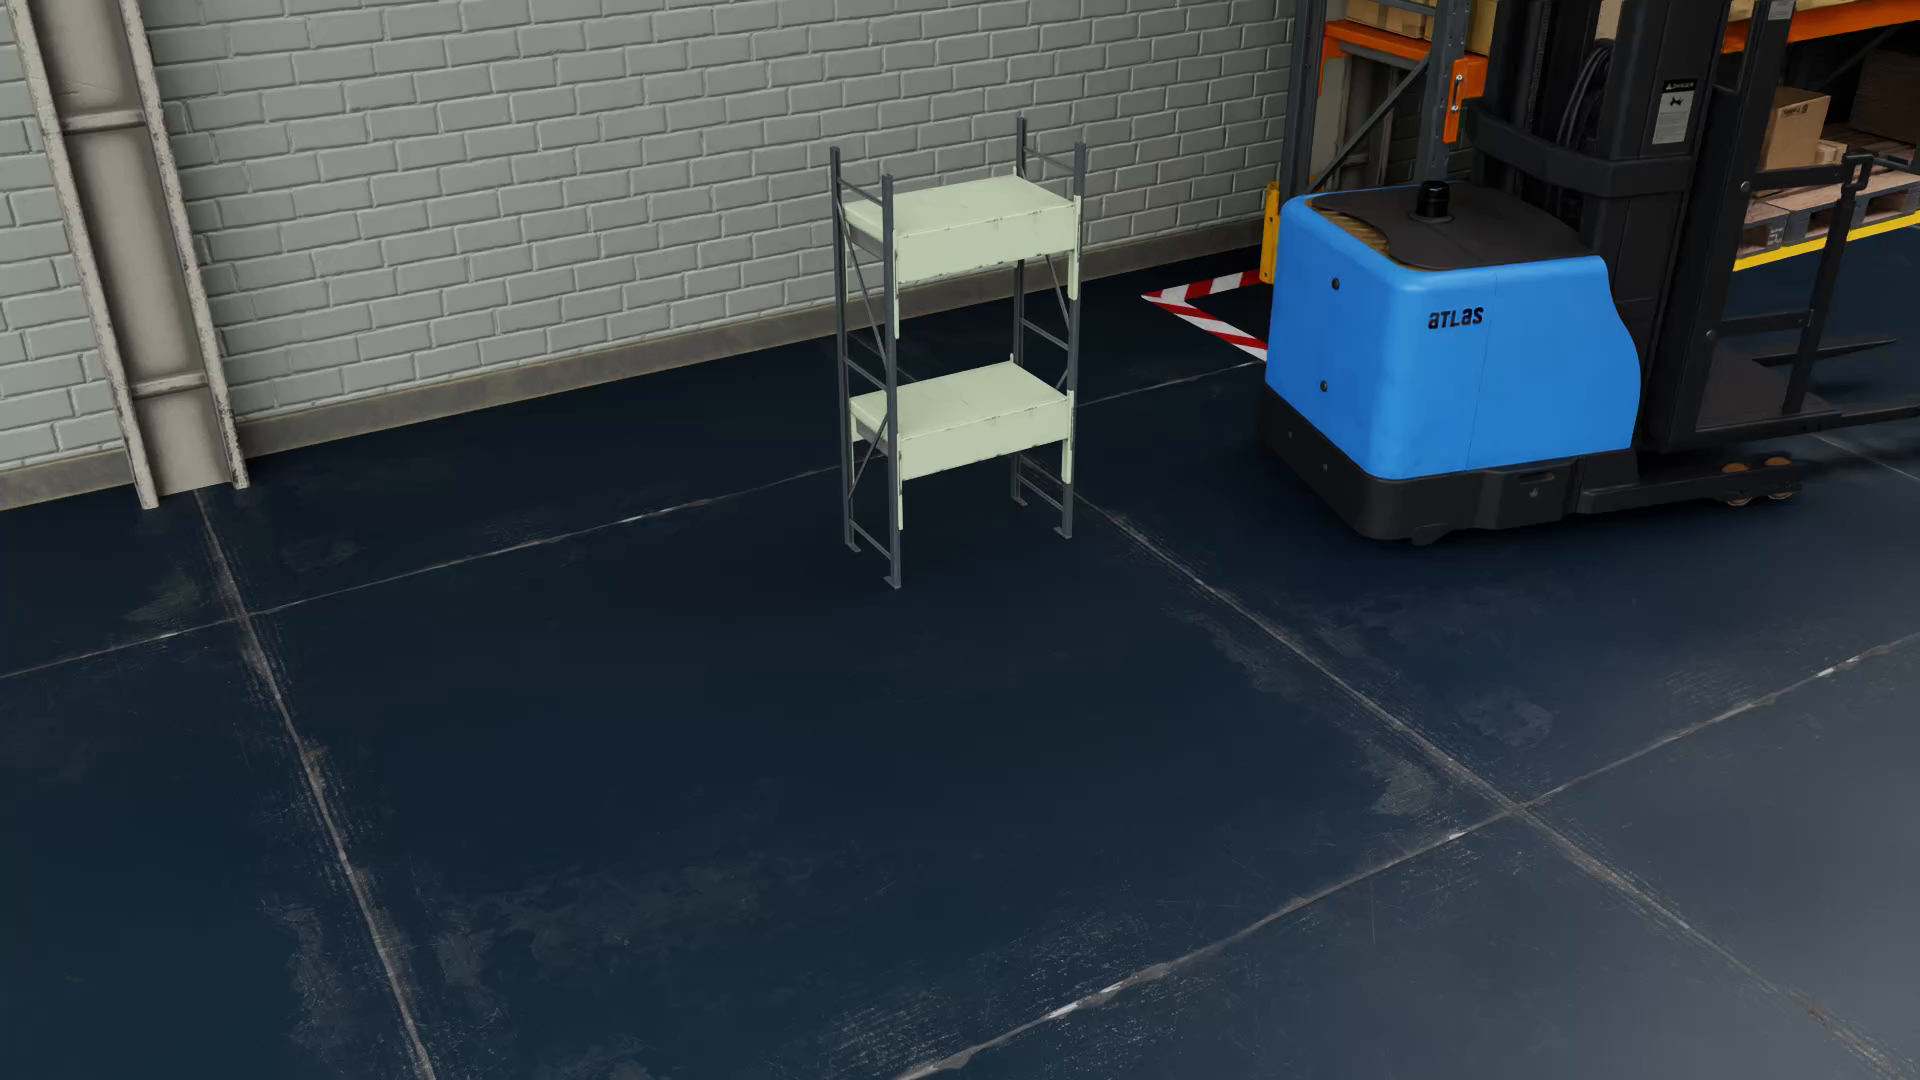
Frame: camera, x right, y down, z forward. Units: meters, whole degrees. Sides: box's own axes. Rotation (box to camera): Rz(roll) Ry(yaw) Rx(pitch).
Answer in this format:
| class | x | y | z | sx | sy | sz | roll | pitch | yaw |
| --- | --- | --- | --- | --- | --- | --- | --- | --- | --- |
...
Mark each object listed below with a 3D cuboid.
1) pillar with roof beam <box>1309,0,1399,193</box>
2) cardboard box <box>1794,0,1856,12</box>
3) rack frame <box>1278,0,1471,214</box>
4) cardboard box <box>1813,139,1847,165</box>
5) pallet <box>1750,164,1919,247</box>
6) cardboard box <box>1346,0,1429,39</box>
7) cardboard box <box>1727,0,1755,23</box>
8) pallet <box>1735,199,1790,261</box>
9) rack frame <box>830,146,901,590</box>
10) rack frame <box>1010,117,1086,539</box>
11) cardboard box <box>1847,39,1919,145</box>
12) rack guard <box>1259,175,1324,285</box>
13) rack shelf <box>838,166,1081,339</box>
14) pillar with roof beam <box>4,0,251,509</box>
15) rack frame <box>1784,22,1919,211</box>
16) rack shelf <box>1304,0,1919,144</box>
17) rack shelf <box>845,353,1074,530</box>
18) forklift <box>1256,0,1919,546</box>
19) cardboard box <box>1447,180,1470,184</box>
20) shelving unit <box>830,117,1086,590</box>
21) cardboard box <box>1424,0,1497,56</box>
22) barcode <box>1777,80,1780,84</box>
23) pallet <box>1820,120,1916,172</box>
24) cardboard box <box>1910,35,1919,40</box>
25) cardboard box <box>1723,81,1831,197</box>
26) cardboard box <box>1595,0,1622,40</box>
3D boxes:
| class | x | y | z | sx | sy | sz | roll | pitch | yaw |
| --- | --- | --- | --- | --- | --- | --- | --- | --- | --- |
| pillar with roof beam | 4.274 | -3.845 | 3.904 | 0.400 | 9.000 | 9.100 | -16 | 33 | -26 |
| cardboard box | 4.262 | -2.912 | 8.557 | 0.500 | 0.250 | 0.500 | -16 | 33 | -27 |
| rack frame | 1.928 | -2.480 | 7.640 | 0.127 | 3.000 | 1.000 | -16 | 33 | -26 |
| cardboard box | 4.930 | -2.268 | 9.732 | 0.250 | 0.166 | 0.380 | -21 | 35 | -33 |
| pallet | 4.815 | -2.059 | 9.763 | 1.213 | 0.211 | 1.003 | -16 | 33 | -26 |
| cardboard box | 2.232 | -2.619 | 8.025 | 0.500 | 0.250 | 0.500 | -15 | 32 | -26 |
| cardboard box | 3.829 | -2.789 | 8.333 | 0.500 | 0.250 | 0.500 | -16 | 32 | -26 |
| pallet | 3.762 | -1.759 | 9.219 | 1.213 | 0.211 | 1.003 | -16 | 33 | -26 |
| rack frame | -0.321 | -0.565 | 5.722 | 0.023 | 1.500 | 0.400 | -16 | 33 | -26 |
| rack frame | 0.310 | -0.745 | 6.047 | 0.023 | 1.500 | 0.400 | -16 | 33 | -26 |
| cardboard box | 6.003 | -2.745 | 10.251 | 0.500 | 0.500 | 0.700 | -15 | 32 | -25 |
| rack guard | 1.993 | -1.404 | 8.278 | 0.348 | 0.500 | 1.175 | -16 | 33 | -26 |
| rack shelf | -0.006 | -0.997 | 5.696 | 0.720 | 0.370 | 0.431 | -16 | 33 | -26 |
| pillar with roof beam | -0.899 | -2.376 | 1.243 | 0.400 | 9.000 | 9.100 | -16 | 33 | -26 |
| rack frame | 5.376 | -3.459 | 9.414 | 0.127 | 3.000 | 1.000 | -16 | 33 | -26 |
| rack shelf | 3.652 | -2.655 | 8.701 | 4.000 | 0.370 | 1.077 | -16 | 33 | -26 |
| rack shelf | -0.006 | -0.370 | 6.042 | 0.720 | 0.370 | 0.431 | -16 | 33 | -26 |
| forklift | 2.803 | -1.652 | 6.210 | 3.031 | 2.935 | 1.130 | -8 | 30 | -14 |
| cardboard box | 2.570 | -1.628 | 8.422 | 0.500 | 0.311 | 0.500 | -20 | 35 | -32 |
| shelving unit | -0.006 | -0.655 | 5.885 | 0.755 | 1.500 | 0.431 | -16 | 33 | -26 |
| cardboard box | 2.509 | -2.411 | 7.648 | 0.500 | 0.250 | 0.500 | -17 | 33 | -28 |
| barcode | 4.789 | -2.666 | 9.776 | 0.075 | 0.075 | 0.001 | -16 | 33 | -26 |
| pallet | 6.047 | -2.430 | 10.434 | 1.213 | 0.211 | 1.003 | -16 | 33 | -26 |
| cardboard box | 6.423 | -2.892 | 10.518 | 0.500 | 0.500 | 0.700 | -17 | 33 | -27 |
| cardboard box | 4.502 | -2.287 | 9.421 | 0.500 | 0.500 | 0.500 | -19 | 34 | -30 |
| cardboard box | 2.950 | -2.544 | 7.889 | 0.500 | 0.250 | 0.500 | -17 | 33 | -28 |
